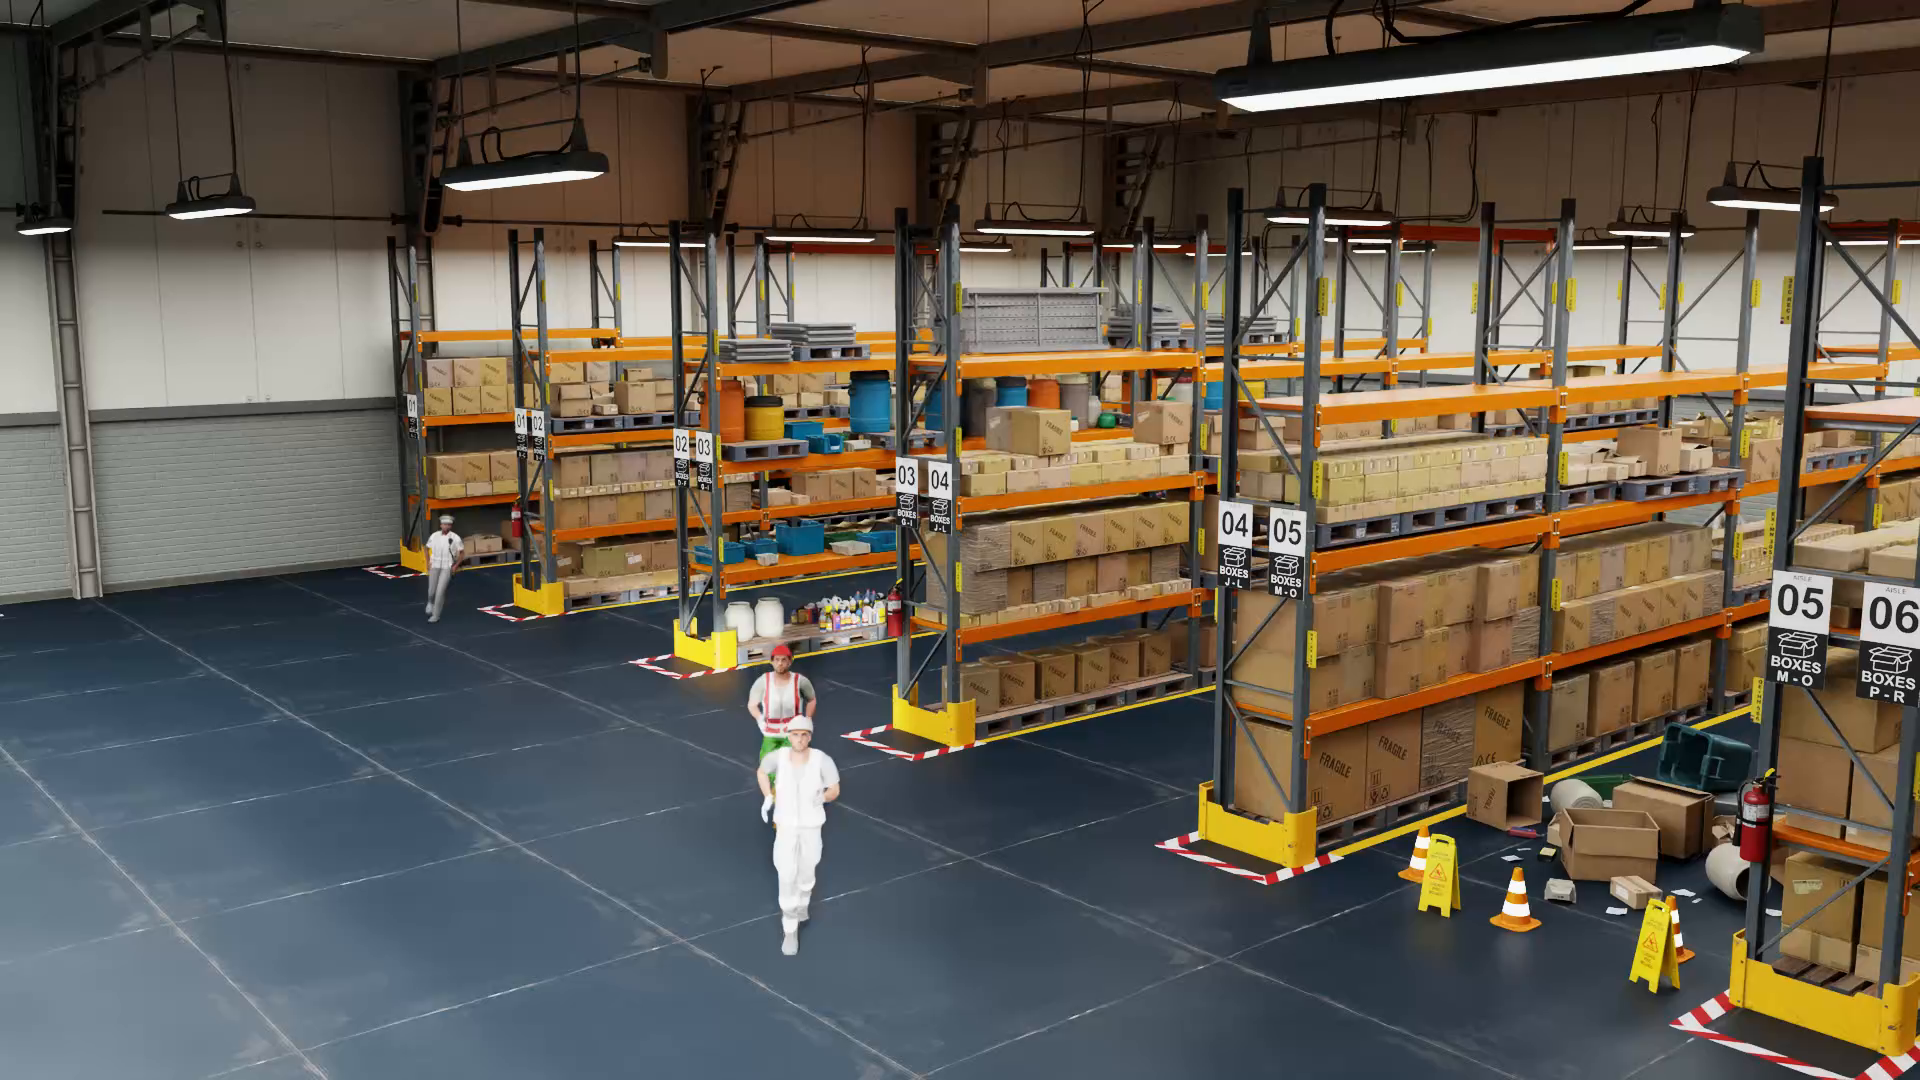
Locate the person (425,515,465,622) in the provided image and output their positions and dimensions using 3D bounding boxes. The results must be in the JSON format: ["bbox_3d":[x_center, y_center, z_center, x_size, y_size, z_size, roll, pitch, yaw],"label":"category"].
[{"bbox_3d":[-7.982,0.417,25.718,0.654,1.638,0.573,-2,9,-10],"label":"person"}]

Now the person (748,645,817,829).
[{"bbox_3d":[-1.707,1.860,15.992,0.653,1.750,0.720,0,9,-3],"label":"person"}]

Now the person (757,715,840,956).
[{"bbox_3d":[-1.266,2.281,13.145,0.635,1.850,0.809,-1,9,-9],"label":"person"}]

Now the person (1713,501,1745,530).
[{"bbox_3d":[13.130,0.064,28.319,0.626,1.587,0.640,1,9,9],"label":"person"}]
